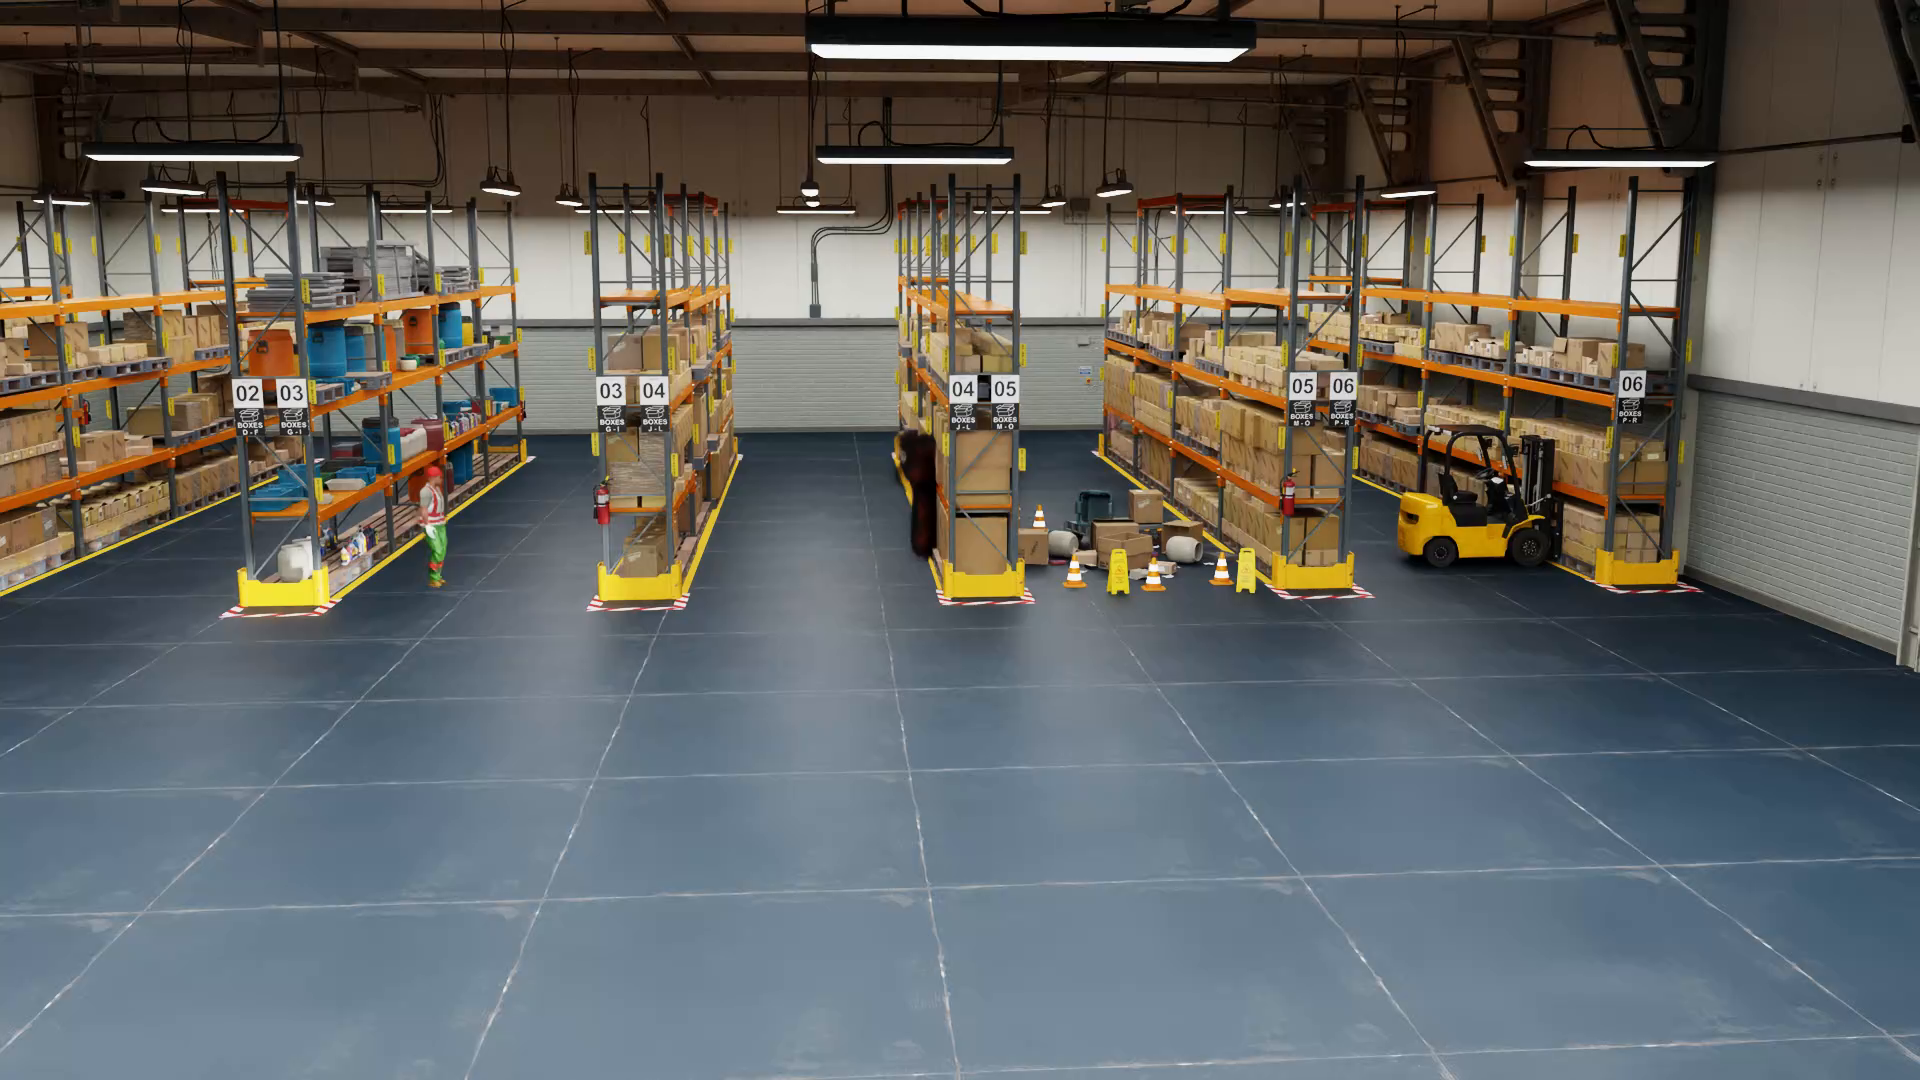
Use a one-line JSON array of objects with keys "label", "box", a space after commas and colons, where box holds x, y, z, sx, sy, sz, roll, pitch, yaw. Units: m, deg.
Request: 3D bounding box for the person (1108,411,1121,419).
[{"label": "person", "box": [3.877, -3.209, 42.022, 0.655, 1.654, 0.478, -8, 13, -39]}]

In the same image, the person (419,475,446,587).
[{"label": "person", "box": [-7.847, -0.159, 24.850, 0.424, 1.783, 0.522, 4, 11, 21]}]

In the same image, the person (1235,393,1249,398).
[{"label": "person", "box": [7.188, -3.243, 42.172, 0.635, 1.550, 0.494, -2, 10, -10]}]
